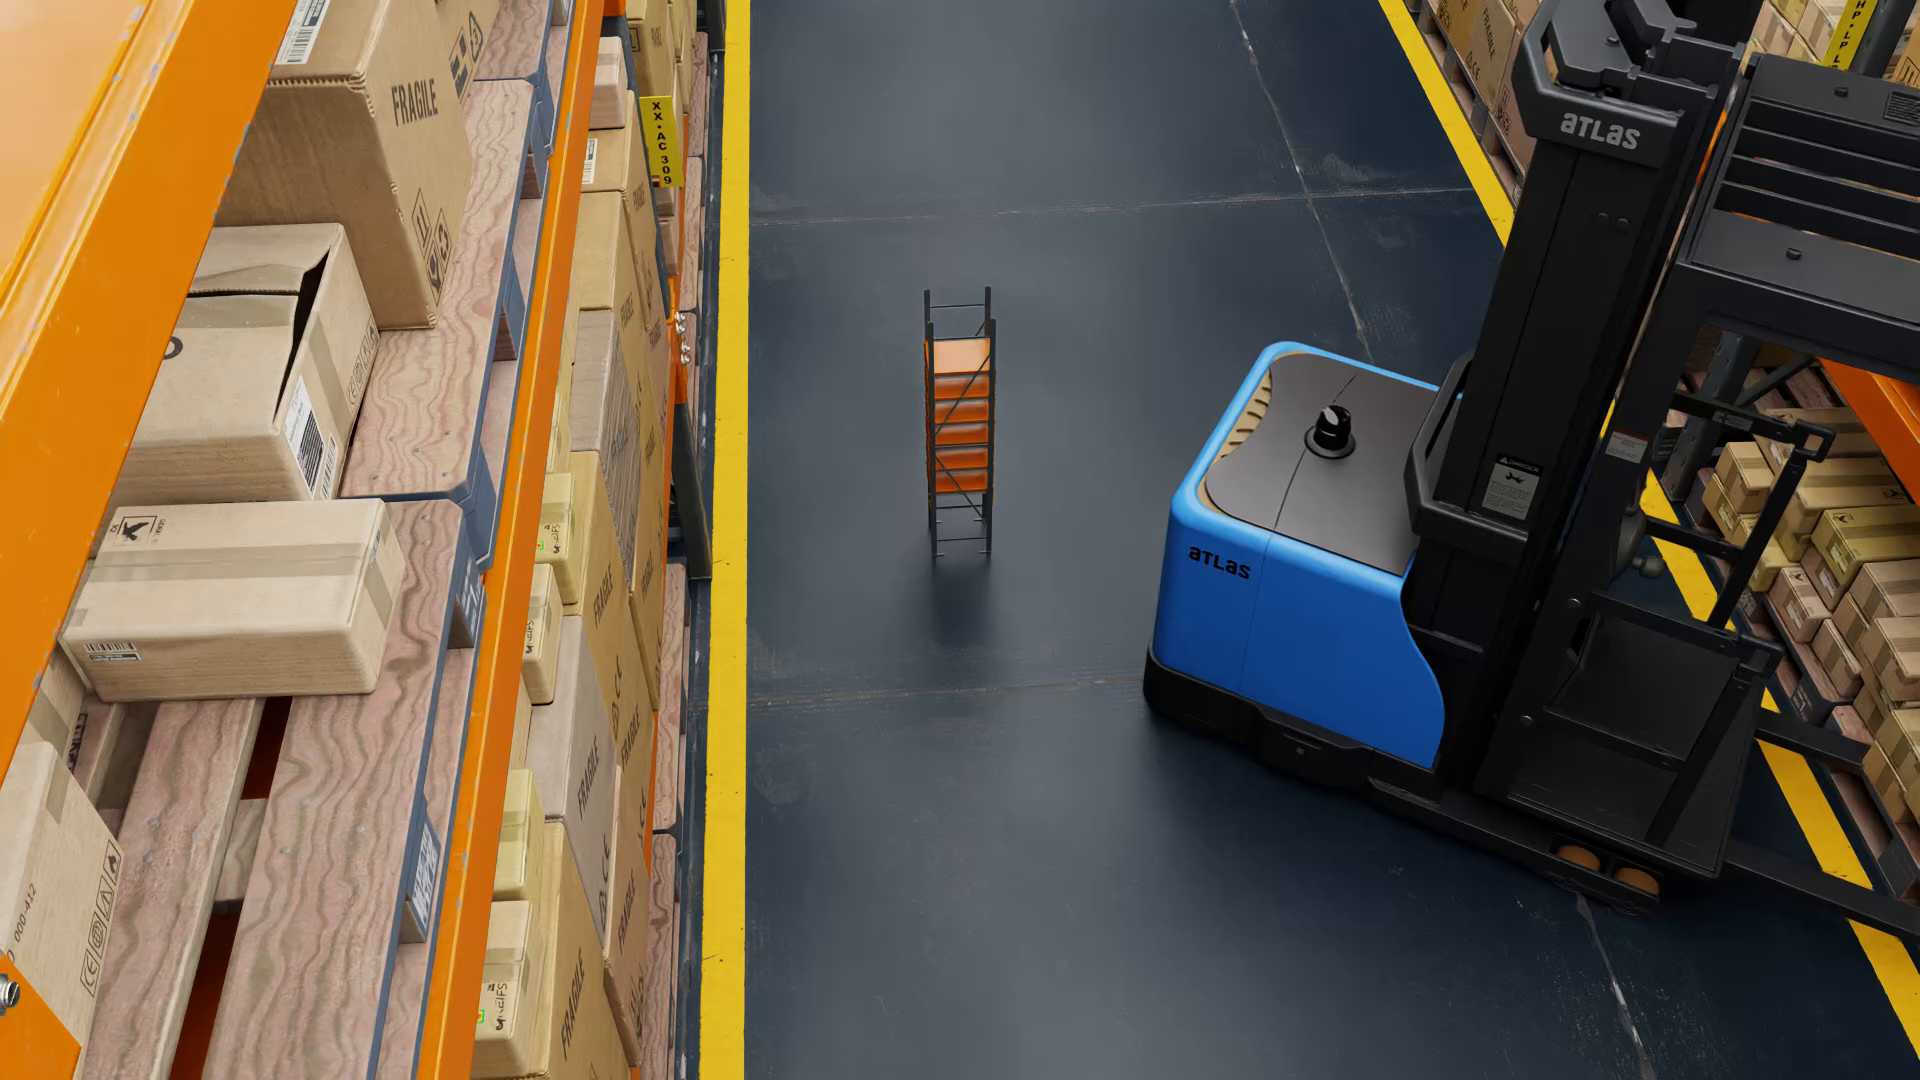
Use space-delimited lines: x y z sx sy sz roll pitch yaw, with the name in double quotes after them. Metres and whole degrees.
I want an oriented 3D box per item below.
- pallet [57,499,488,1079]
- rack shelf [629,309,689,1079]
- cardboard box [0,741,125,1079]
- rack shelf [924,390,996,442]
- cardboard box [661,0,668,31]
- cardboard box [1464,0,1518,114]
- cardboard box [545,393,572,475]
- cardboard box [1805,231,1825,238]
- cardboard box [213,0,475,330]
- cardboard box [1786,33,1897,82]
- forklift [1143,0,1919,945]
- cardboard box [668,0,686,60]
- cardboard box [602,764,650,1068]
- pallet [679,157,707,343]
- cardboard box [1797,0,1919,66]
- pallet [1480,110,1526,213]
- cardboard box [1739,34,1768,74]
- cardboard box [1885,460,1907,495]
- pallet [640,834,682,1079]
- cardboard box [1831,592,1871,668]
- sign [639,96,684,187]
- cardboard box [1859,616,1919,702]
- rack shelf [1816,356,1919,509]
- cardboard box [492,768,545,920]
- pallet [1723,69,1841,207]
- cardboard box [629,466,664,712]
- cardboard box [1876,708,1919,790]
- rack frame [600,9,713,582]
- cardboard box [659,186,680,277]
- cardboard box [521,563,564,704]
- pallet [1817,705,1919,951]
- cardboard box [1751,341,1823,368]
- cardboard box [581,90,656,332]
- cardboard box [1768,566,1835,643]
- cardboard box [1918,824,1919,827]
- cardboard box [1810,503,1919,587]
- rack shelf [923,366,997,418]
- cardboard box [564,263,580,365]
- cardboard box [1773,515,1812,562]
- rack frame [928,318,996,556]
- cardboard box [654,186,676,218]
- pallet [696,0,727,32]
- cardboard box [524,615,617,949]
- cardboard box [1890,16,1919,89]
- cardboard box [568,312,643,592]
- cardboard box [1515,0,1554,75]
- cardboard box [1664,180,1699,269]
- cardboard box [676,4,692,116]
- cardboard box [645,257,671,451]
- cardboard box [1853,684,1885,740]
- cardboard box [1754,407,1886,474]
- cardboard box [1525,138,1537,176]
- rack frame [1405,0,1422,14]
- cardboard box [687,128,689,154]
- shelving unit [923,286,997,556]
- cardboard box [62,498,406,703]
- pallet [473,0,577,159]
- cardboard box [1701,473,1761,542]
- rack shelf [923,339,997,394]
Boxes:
-1.224 0.471 2.233 1.003 0.211 1.213 -3 47 -3 "pallet"
-1.319 0.808 4.414 1.077 0.370 4.000 -3 47 -3 "rack shelf"
-1.279 0.529 1.862 0.500 0.250 0.500 -7 47 -7 "cardboard box"
-0.001 -0.475 6.269 0.258 0.103 0.180 -3 47 -3 "rack shelf"
-1.307 -1.966 5.789 0.500 0.500 0.500 -4 47 -4 "cardboard box"
2.953 -2.548 8.530 0.500 0.500 0.500 -3 47 -3 "cardboard box"
-1.064 -0.178 3.648 0.380 0.149 0.250 -3 47 -3 "cardboard box"
3.135 -0.949 5.756 0.380 0.149 0.250 -2 47 -2 "cardboard box"
-1.171 -0.704 2.858 0.500 0.500 0.500 -3 47 -3 "cardboard box"
3.207 -1.696 5.969 0.380 0.149 0.250 -2 47 -2 "cardboard box"
2.221 -0.199 4.920 3.031 2.935 1.130 21 50 19 "forklift"
-1.330 -2.084 6.417 0.500 0.250 0.500 -3 47 -3 "cardboard box"
-1.001 0.876 3.786 0.500 0.500 0.500 -4 47 -4 "cardboard box"
-1.732 -1.365 7.898 1.003 0.211 1.213 -3 47 -3 "pallet"
3.209 -1.801 5.864 0.380 0.149 0.250 -2 47 -1 "cardboard box"
3.266 -1.749 8.261 1.003 0.211 1.213 -3 47 -3 "pallet"
3.185 -1.781 6.255 0.380 0.149 0.250 -3 47 -3 "cardboard box"
3.781 -0.318 6.454 0.380 0.149 0.250 -3 47 -2 "cardboard box"
-1.396 1.513 5.172 1.003 0.211 1.213 -3 47 -3 "pallet"
3.336 0.303 5.867 0.380 0.149 0.250 -6 47 -5 "cardboard box"
-0.934 -1.246 5.213 0.100 0.325 0.005 -3 47 -3 "sign"
3.279 0.393 5.577 0.380 0.149 0.250 -3 47 -2 "cardboard box"
3.605 0.434 4.768 1.077 0.370 4.000 -3 47 -3 "rack shelf"
-0.946 0.564 2.946 0.380 0.149 0.250 -5 47 -5 "cardboard box"
3.519 -1.756 6.479 1.003 0.211 1.213 -3 47 -3 "pallet"
-1.088 0.135 4.488 0.500 0.500 0.500 -4 47 -4 "cardboard box"
3.293 0.689 5.500 0.380 0.149 0.250 -4 47 -4 "cardboard box"
-1.487 -0.886 5.523 1.000 3.000 0.127 -3 47 -3 "rack frame"
-1.260 -1.169 5.894 0.500 0.250 0.500 -4 47 -4 "cardboard box"
-1.000 0.194 3.296 0.380 0.149 0.250 -3 47 -3 "cardboard box"
3.634 1.067 5.594 1.003 0.211 1.213 -3 47 -3 "pallet"
3.640 -1.096 7.154 0.500 0.500 0.500 -2 47 -2 "cardboard box"
-1.172 -0.940 4.816 0.500 0.500 0.500 -4 47 -4 "cardboard box"
3.243 0.228 6.142 0.380 0.149 0.250 -4 47 -3 "cardboard box"
3.395 0.981 5.430 0.380 0.149 0.250 -2 47 -2 "cardboard box"
3.294 0.016 5.933 0.380 0.149 0.250 -4 47 -4 "cardboard box"
-0.001 -0.558 6.182 0.258 0.103 0.180 -3 47 -3 "rack shelf"
-1.123 -0.544 3.995 0.380 0.149 0.250 -4 47 -4 "cardboard box"
3.260 -0.067 6.217 0.380 0.149 0.250 -3 47 -3 "cardboard box"
0.006 -0.357 6.262 0.240 1.200 0.006 -3 47 -3 "rack frame"
-1.242 -1.342 5.714 0.500 0.250 0.500 -5 47 -4 "cardboard box"
-1.885 -3.387 9.812 1.003 0.211 1.213 -3 47 -3 "pallet"
-1.009 0.520 3.434 0.500 0.500 0.500 -4 47 -4 "cardboard box"
3.233 -1.399 5.047 0.500 0.500 0.500 -2 47 -2 "cardboard box"
-1.086 -0.204 4.120 0.500 0.500 0.500 -3 47 -3 "cardboard box"
2.990 -2.457 7.927 0.500 0.250 0.500 -3 47 -3 "cardboard box"
3.123 -1.326 6.856 0.500 0.250 0.500 -5 47 -4 "cardboard box"
-1.332 -1.915 6.601 0.500 0.250 0.500 -4 47 -4 "cardboard box"
-1.193 -0.600 5.184 0.500 0.500 0.500 -3 47 -3 "cardboard box"
3.371 0.601 5.789 0.380 0.149 0.250 -5 47 -5 "cardboard box"
3.260 -0.367 6.296 0.380 0.149 0.250 -2 47 -2 "cardboard box"
3.043 -1.808 7.828 0.500 0.500 0.500 -4 47 -4 "cardboard box"
3.103 -4.154 8.618 1.000 3.000 0.127 -3 47 -3 "rack frame"
-1.776 -2.043 7.793 0.875 0.875 0.875 -3 47 -3 "cardboard box"
-0.001 -0.423 6.324 0.258 1.200 0.189 -3 47 -3 "shelving unit"
-1.014 0.083 2.354 0.380 0.149 0.250 -2 47 -2 "cardboard box"
-1.429 -1.294 3.905 1.003 0.211 1.213 -3 47 -3 "pallet"
3.148 -0.141 6.492 0.380 0.149 0.250 -5 47 -5 "cardboard box"
-0.001 -0.640 6.095 0.258 0.103 0.180 -3 47 -3 "rack shelf"
